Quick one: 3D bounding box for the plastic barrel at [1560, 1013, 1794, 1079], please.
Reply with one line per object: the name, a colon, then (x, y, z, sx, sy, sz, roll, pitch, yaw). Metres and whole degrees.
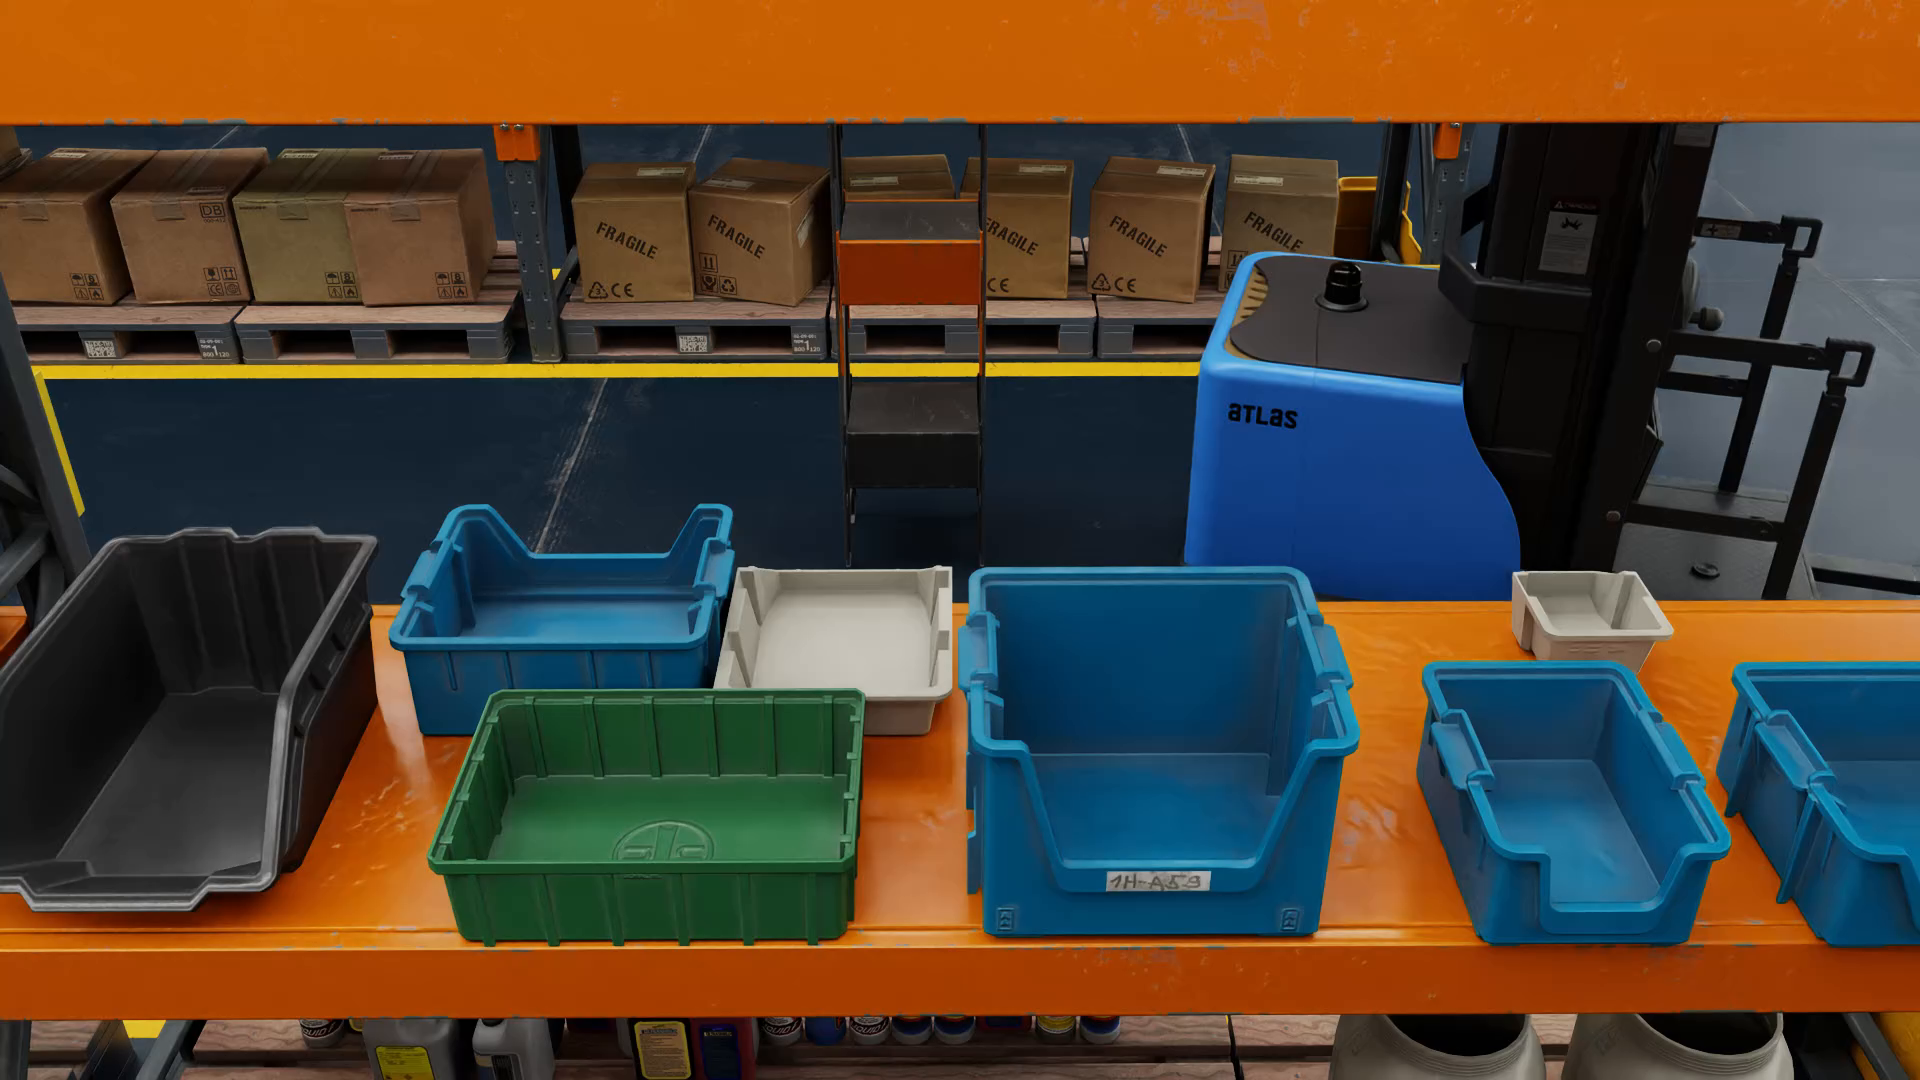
plastic barrel: (1.486, 1.141, 3.471, 0.421, 0.512, 0.421, 0, 31, 0)

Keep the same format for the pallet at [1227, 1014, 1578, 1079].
pallet: (1.256, 1.432, 3.687, 1.213, 0.211, 1.003, 0, 31, 0)

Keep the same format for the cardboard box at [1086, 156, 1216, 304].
cardboard box: (0.892, -1.452, 7.756, 0.500, 0.500, 0.500, 8, 32, 13)

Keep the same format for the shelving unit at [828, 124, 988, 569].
shelving unit: (-0.166, -0.897, 5.704, 0.503, 2.100, 0.431, 0, 31, 0)

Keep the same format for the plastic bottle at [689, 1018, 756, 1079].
plastic bottle: (-0.535, 1.105, 3.732, 0.133, 0.283, 0.061, 0, 31, 0)

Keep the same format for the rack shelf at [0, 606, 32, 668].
rack shelf: (-3.856, 0.542, 3.159, 4.000, 0.370, 1.077, 0, 31, 0)

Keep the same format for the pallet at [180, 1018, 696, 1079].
pallet: (-1.184, 1.439, 3.674, 1.213, 0.211, 1.003, 0, 31, 0)

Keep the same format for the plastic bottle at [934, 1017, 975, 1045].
plastic bottle: (-0.014, 1.039, 3.853, 0.097, 0.271, 0.097, 0, 31, 0)

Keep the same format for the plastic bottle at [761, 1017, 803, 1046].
plastic bottle: (-0.418, 1.070, 3.869, 0.097, 0.201, 0.097, 0, 31, 0)

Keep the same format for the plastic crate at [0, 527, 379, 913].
plastic crate: (-1.332, 0.319, 2.893, 0.504, 0.338, 0.767, 0, 31, 0)

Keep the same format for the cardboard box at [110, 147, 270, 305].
cardboard box: (-3.536, -1.476, 7.777, 0.500, 0.500, 0.700, -3, 31, -5)

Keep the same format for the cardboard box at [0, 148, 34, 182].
cardboard box: (-4.661, -1.469, 7.765, 0.500, 0.500, 0.700, -3, 31, -4)

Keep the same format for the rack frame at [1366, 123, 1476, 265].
rack frame: (2.114, -2.354, 7.238, 0.127, 3.000, 1.000, 0, 31, 0)

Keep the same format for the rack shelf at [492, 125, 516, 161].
rack shelf: (-3.886, -2.028, 7.394, 4.000, 0.370, 1.077, 0, 31, 0)

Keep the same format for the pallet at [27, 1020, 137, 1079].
pallet: (-2.641, 1.442, 3.669, 1.213, 0.211, 1.003, 0, 31, 0)

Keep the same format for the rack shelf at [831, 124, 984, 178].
rack shelf: (-0.166, -1.484, 5.348, 0.480, 0.518, 0.431, 0, 31, 0)

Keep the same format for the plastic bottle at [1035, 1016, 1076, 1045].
plastic bottle: (0.226, 1.068, 3.872, 0.097, 0.201, 0.097, 0, 31, 0)

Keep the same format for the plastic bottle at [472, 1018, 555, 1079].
plastic bottle: (-0.996, 1.129, 3.700, 0.135, 0.276, 0.152, 0, 31, 0)

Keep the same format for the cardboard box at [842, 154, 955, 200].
cardboard box: (-0.292, -1.481, 7.805, 0.500, 0.500, 0.500, -3, 31, -5)

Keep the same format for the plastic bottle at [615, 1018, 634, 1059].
plastic bottle: (-0.699, 1.019, 3.808, 0.185, 0.351, 0.144, 0, 31, -1)

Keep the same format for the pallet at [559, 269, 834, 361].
pallet: (-1.214, -1.170, 7.974, 1.213, 0.211, 1.003, 0, 31, 0)

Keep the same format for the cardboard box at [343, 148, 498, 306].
cardboard box: (-2.500, -1.470, 7.767, 0.500, 0.500, 0.700, -2, 31, -4)

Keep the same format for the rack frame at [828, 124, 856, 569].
rack frame: (-0.410, -0.896, 5.703, 0.015, 2.100, 0.400, 0, 31, 0)

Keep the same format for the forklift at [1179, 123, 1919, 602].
forklift: (2.307, -0.915, 4.933, 3.031, 2.935, 1.130, 9, 32, 14)

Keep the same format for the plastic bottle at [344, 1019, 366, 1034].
plastic bottle: (-1.377, 1.028, 3.858, 0.133, 0.283, 0.061, 1, 31, 2)

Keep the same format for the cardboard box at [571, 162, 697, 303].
cardboard box: (-1.486, -1.433, 7.725, 0.500, 0.500, 0.500, -1, 31, -2)

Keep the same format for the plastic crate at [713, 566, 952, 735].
plastic crate: (-0.234, 0.204, 3.276, 0.437, 0.136, 0.530, 0, 31, 0)

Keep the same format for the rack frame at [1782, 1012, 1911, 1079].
rack frame: (2.144, 0.215, 3.004, 0.127, 3.000, 1.000, 0, 31, 0)

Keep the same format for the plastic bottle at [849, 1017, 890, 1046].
plastic bottle: (-0.213, 1.069, 3.870, 0.097, 0.201, 0.097, 0, 31, 0)

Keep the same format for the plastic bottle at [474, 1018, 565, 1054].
plastic bottle: (-1.022, 1.020, 3.807, 0.185, 0.351, 0.144, -2, 31, -3)

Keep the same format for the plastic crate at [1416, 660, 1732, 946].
plastic crate: (0.996, 0.435, 2.785, 0.408, 0.251, 0.499, 0, 31, 0)

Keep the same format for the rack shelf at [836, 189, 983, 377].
rack shelf: (-0.166, -0.886, 5.712, 0.480, 0.518, 0.431, 0, 31, 0)

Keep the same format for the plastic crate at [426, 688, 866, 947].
plastic crate: (-0.497, 0.460, 2.804, 0.662, 0.188, 0.450, 0, 31, 0)

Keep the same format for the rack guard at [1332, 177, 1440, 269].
rack guard: (2.038, -1.285, 7.886, 0.348, 0.500, 1.175, 0, 31, 0)

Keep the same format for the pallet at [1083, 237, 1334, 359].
pallet: (1.226, -1.177, 7.987, 1.213, 0.211, 1.003, 0, 31, 0)
